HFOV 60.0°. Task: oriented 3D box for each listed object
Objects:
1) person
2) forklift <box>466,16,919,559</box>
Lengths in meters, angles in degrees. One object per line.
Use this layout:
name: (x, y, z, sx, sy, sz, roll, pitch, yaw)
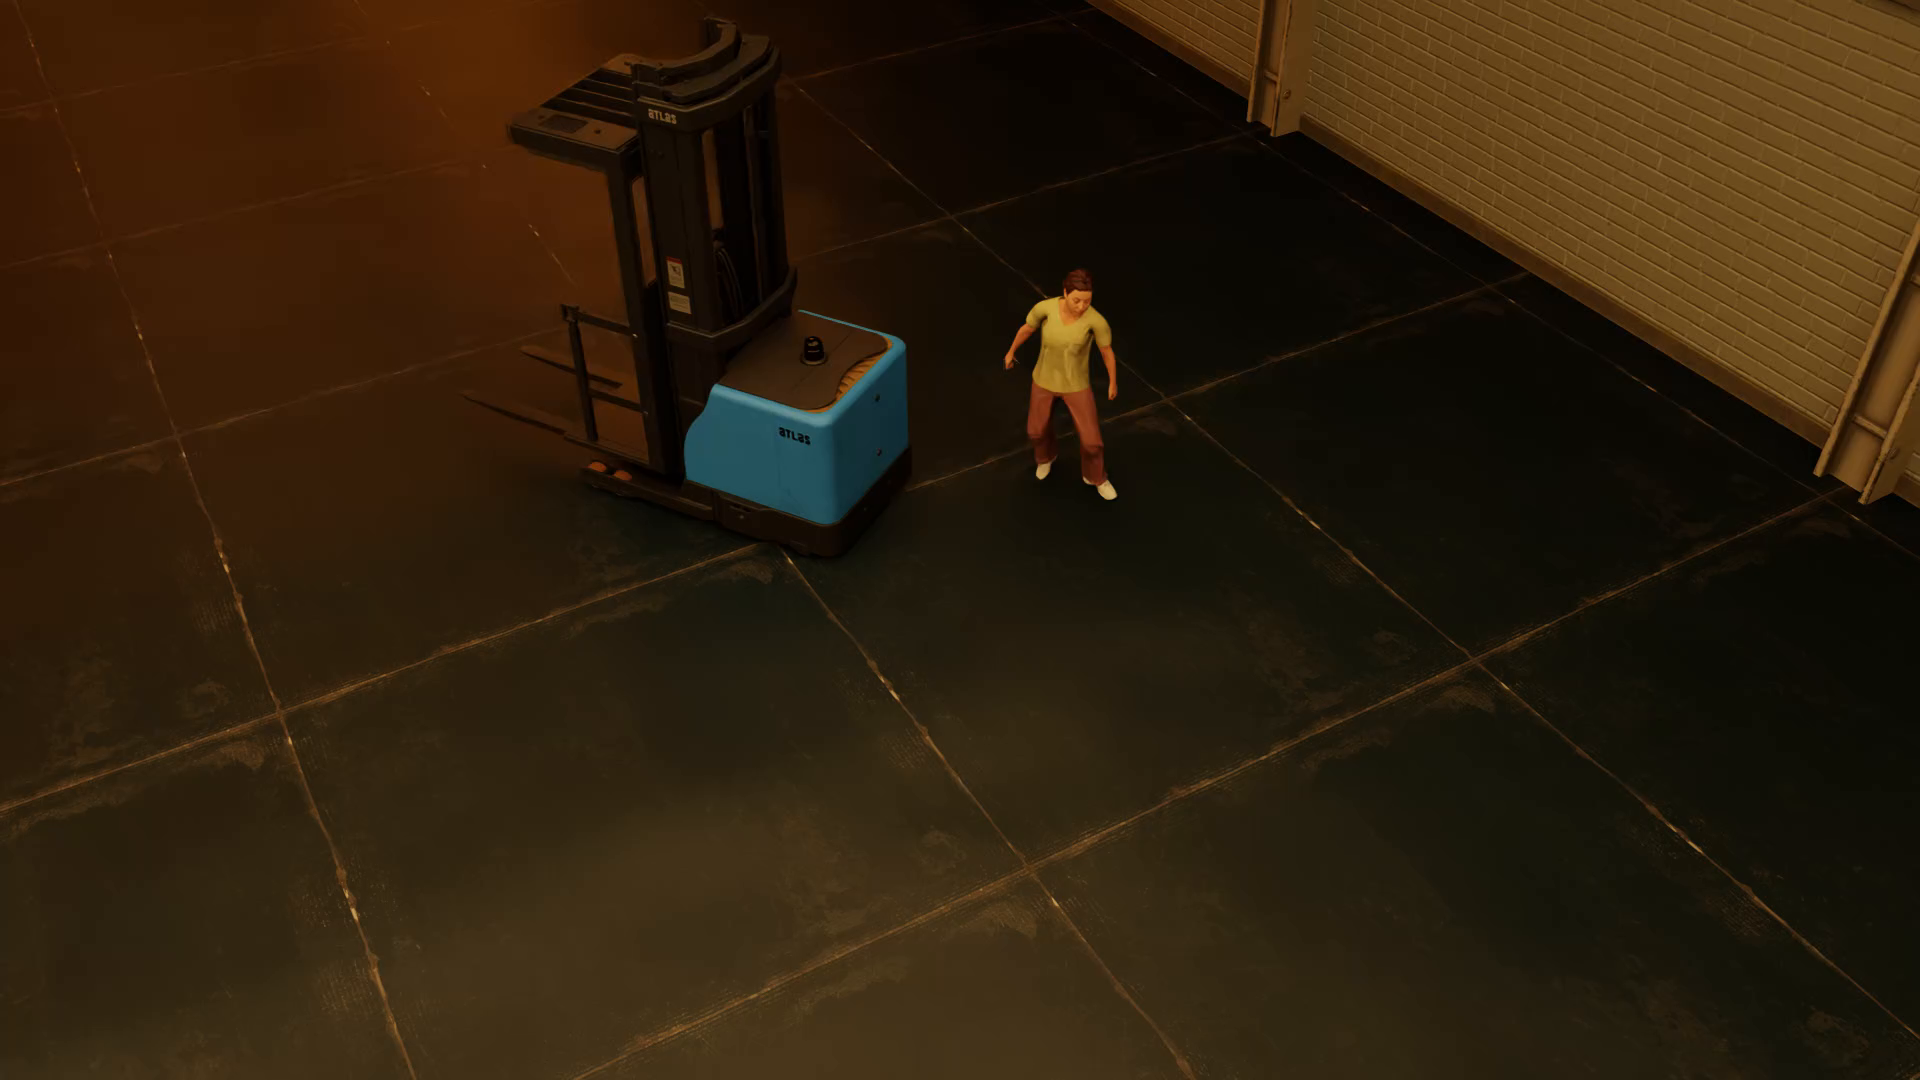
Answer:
person: (0.663, -1.024, 10.322, 0.812, 1.646, 0.424, 15, 42, 17)
forklift: (-1.816, -1.673, 10.053, 3.031, 2.935, 1.130, 18, 43, 21)
